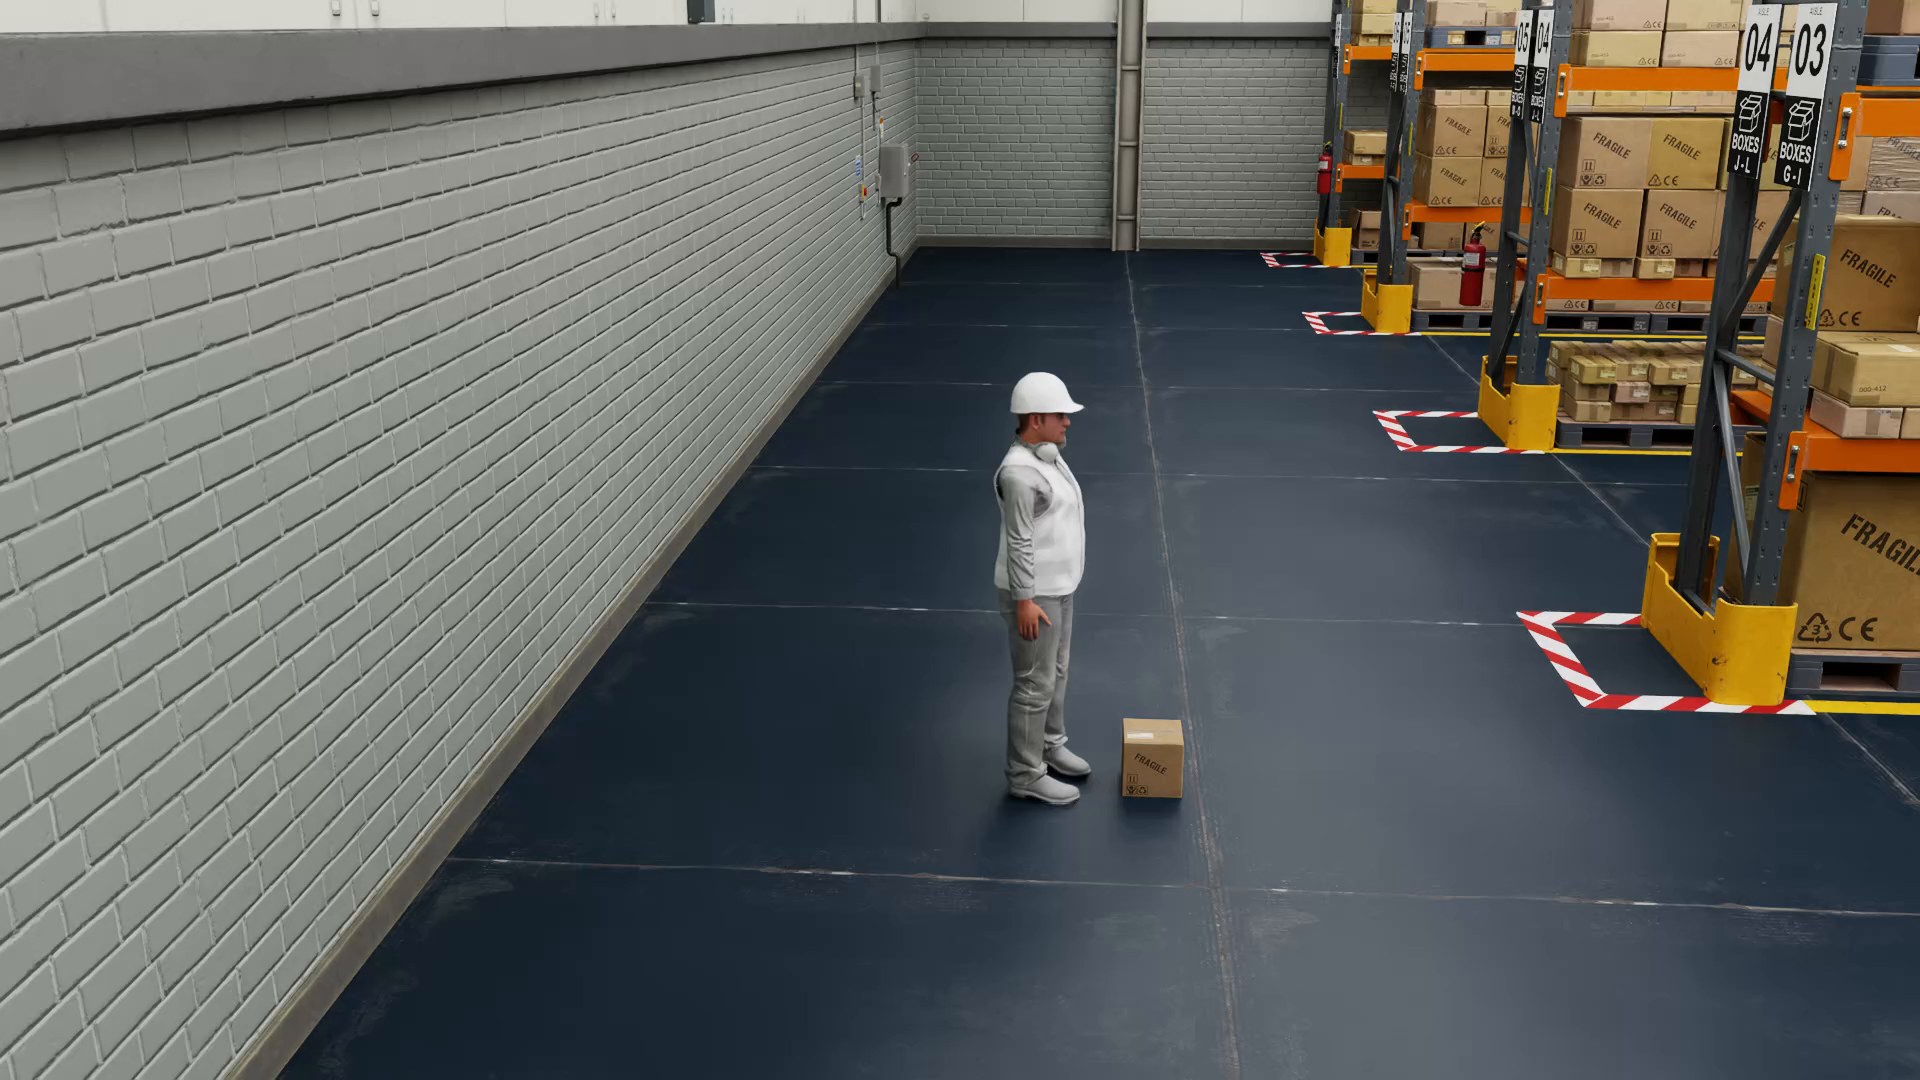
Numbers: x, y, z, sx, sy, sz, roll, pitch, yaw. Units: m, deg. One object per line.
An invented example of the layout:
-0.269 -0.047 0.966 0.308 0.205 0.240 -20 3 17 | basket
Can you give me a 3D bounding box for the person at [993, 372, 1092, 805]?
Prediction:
0.354 0.192 6.881 0.398 1.789 0.559 4 18 14 | person
